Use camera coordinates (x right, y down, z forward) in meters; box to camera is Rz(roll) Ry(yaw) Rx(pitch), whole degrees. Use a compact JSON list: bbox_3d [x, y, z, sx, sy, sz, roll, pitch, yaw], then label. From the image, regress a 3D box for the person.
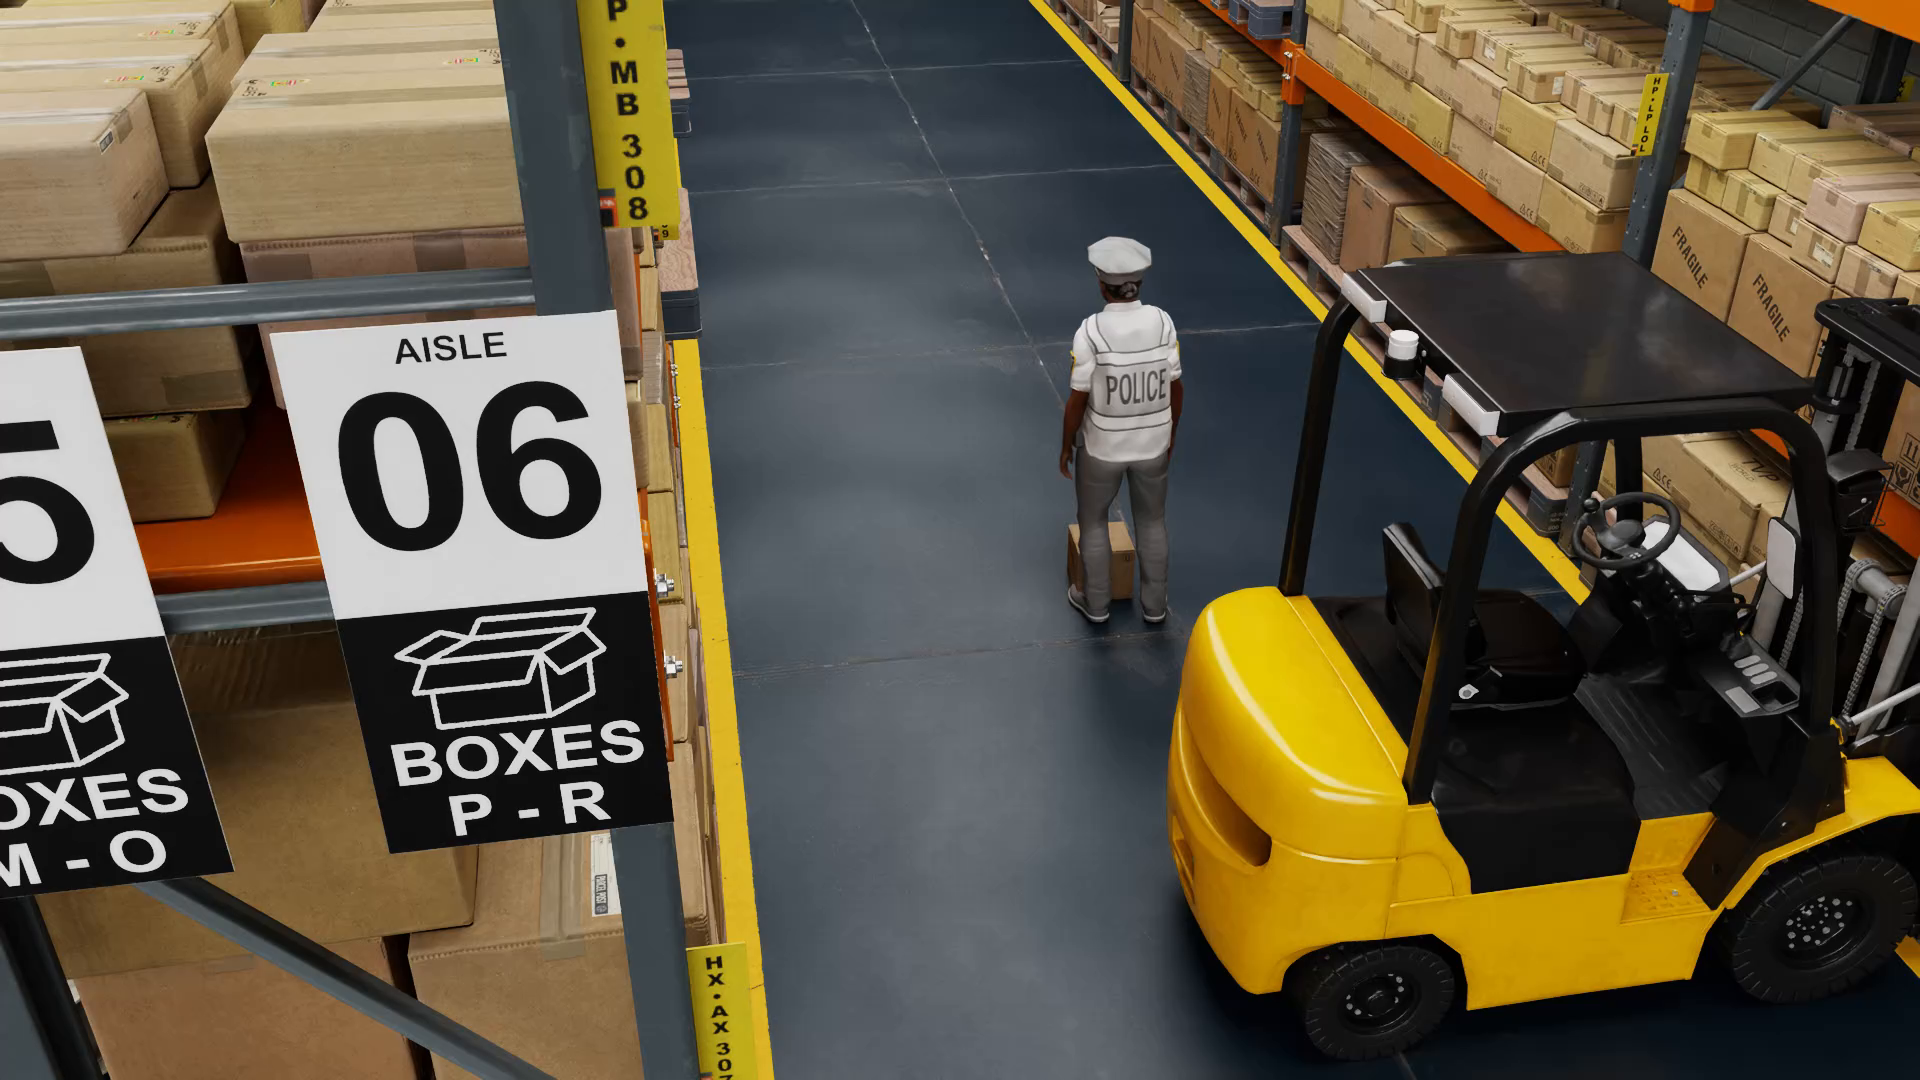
[{"bbox_3d":[0.663,-0.397,6.800,0.532,1.656,0.419,-7,32,-11],"label":"person"}]
